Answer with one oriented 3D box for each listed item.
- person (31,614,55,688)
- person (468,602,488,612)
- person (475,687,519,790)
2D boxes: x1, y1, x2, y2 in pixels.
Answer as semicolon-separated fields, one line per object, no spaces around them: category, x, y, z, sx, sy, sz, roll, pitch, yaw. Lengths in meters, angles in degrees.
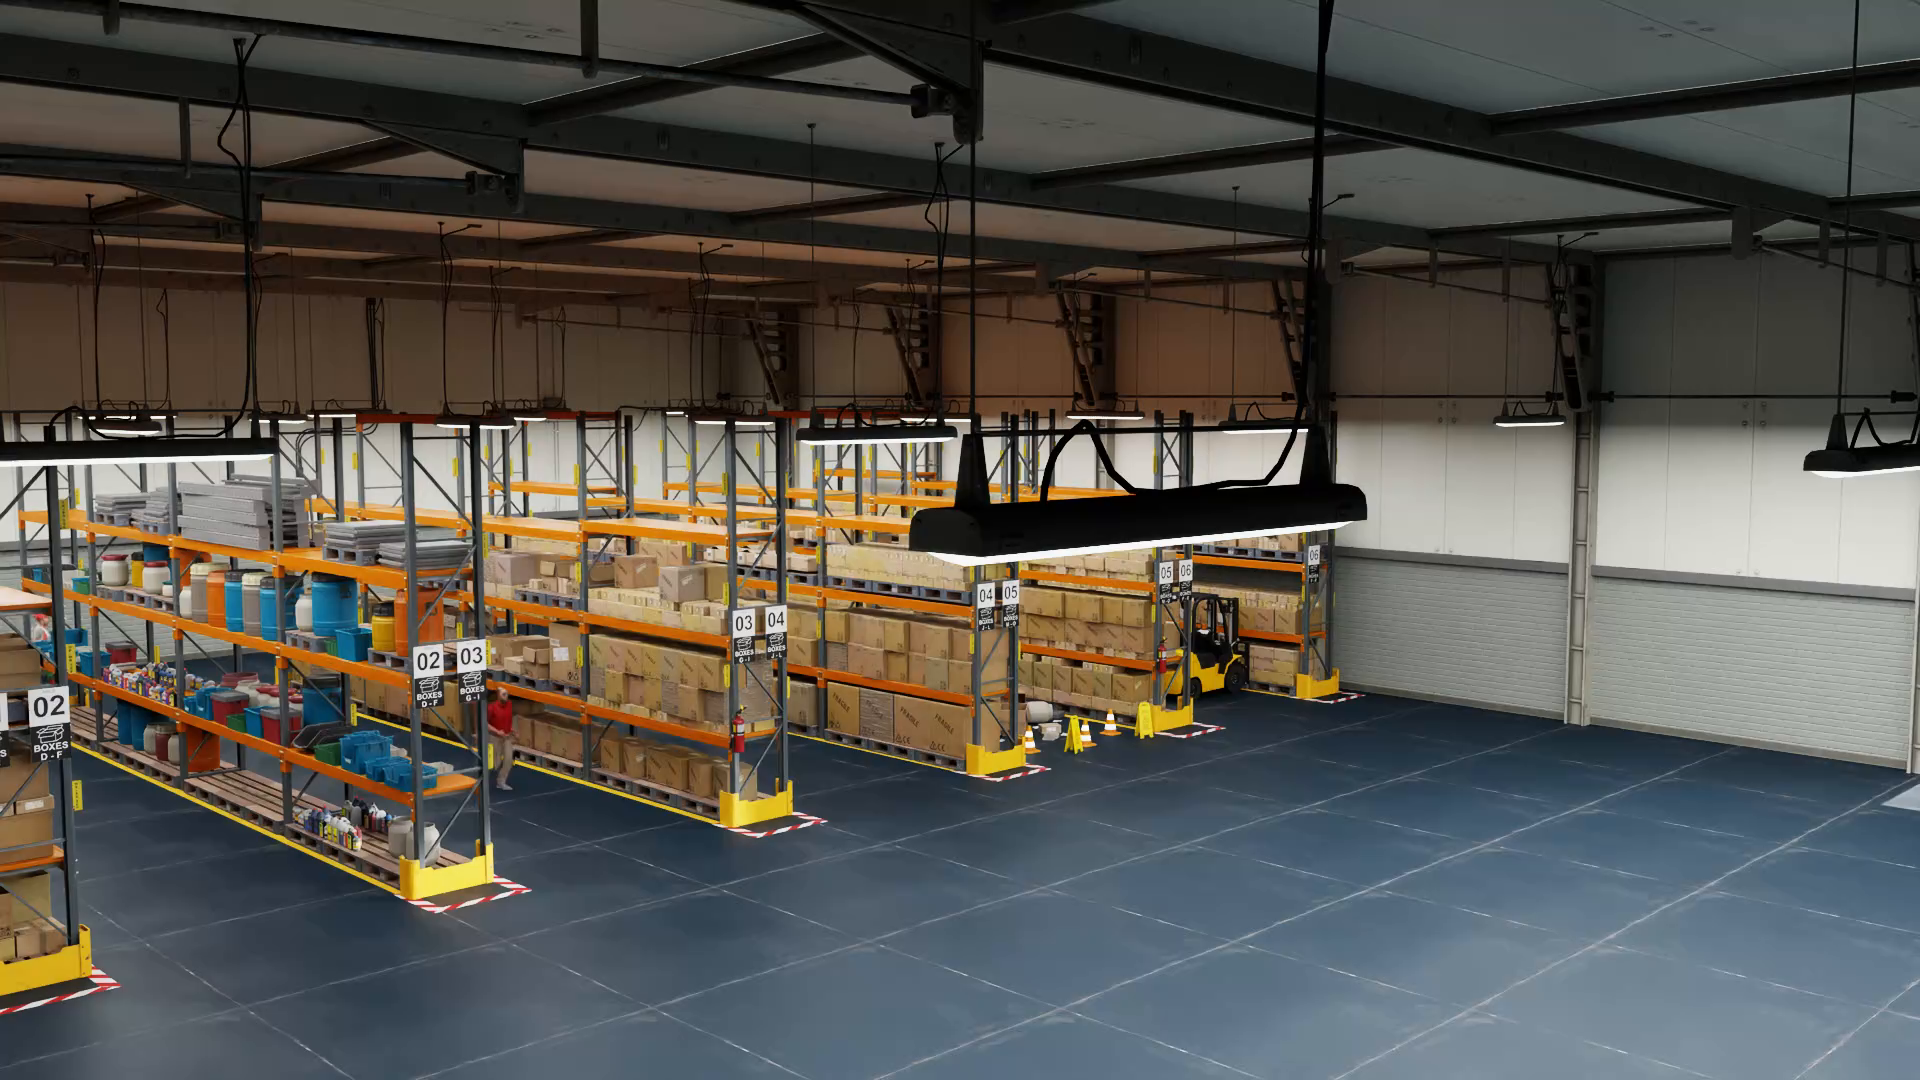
person;-19.129;2.392;34.689;1.008;1.767;0.708;-1;5;-7
person;-11.696;2.037;40.477;0.628;1.602;0.704;-1;5;-9
person;-7.468;3.185;26.762;0.775;1.678;0.659;4;6;35
